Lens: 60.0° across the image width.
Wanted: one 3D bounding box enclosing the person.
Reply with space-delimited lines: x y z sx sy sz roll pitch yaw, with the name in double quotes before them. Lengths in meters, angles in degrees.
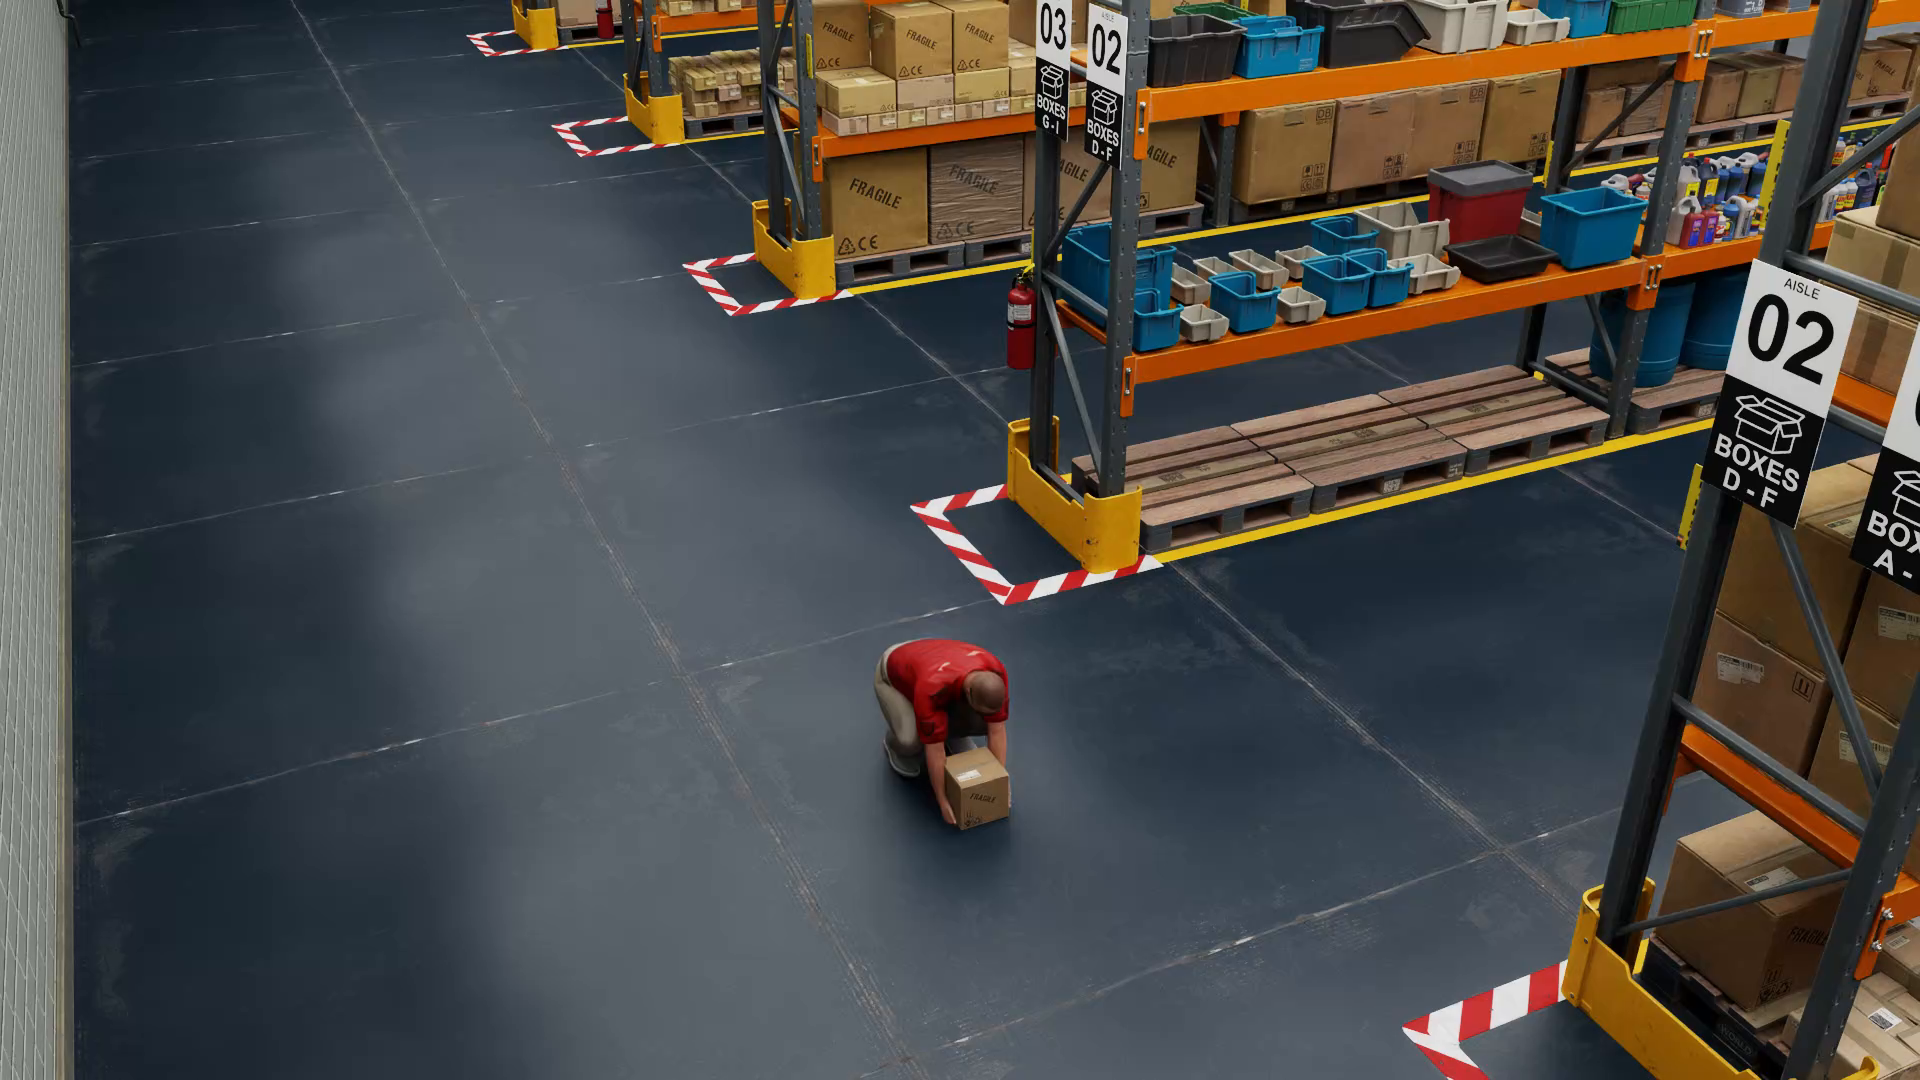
"person" -0.076 0.840 8.036 0.544 0.859 0.895 -13 32 -22
